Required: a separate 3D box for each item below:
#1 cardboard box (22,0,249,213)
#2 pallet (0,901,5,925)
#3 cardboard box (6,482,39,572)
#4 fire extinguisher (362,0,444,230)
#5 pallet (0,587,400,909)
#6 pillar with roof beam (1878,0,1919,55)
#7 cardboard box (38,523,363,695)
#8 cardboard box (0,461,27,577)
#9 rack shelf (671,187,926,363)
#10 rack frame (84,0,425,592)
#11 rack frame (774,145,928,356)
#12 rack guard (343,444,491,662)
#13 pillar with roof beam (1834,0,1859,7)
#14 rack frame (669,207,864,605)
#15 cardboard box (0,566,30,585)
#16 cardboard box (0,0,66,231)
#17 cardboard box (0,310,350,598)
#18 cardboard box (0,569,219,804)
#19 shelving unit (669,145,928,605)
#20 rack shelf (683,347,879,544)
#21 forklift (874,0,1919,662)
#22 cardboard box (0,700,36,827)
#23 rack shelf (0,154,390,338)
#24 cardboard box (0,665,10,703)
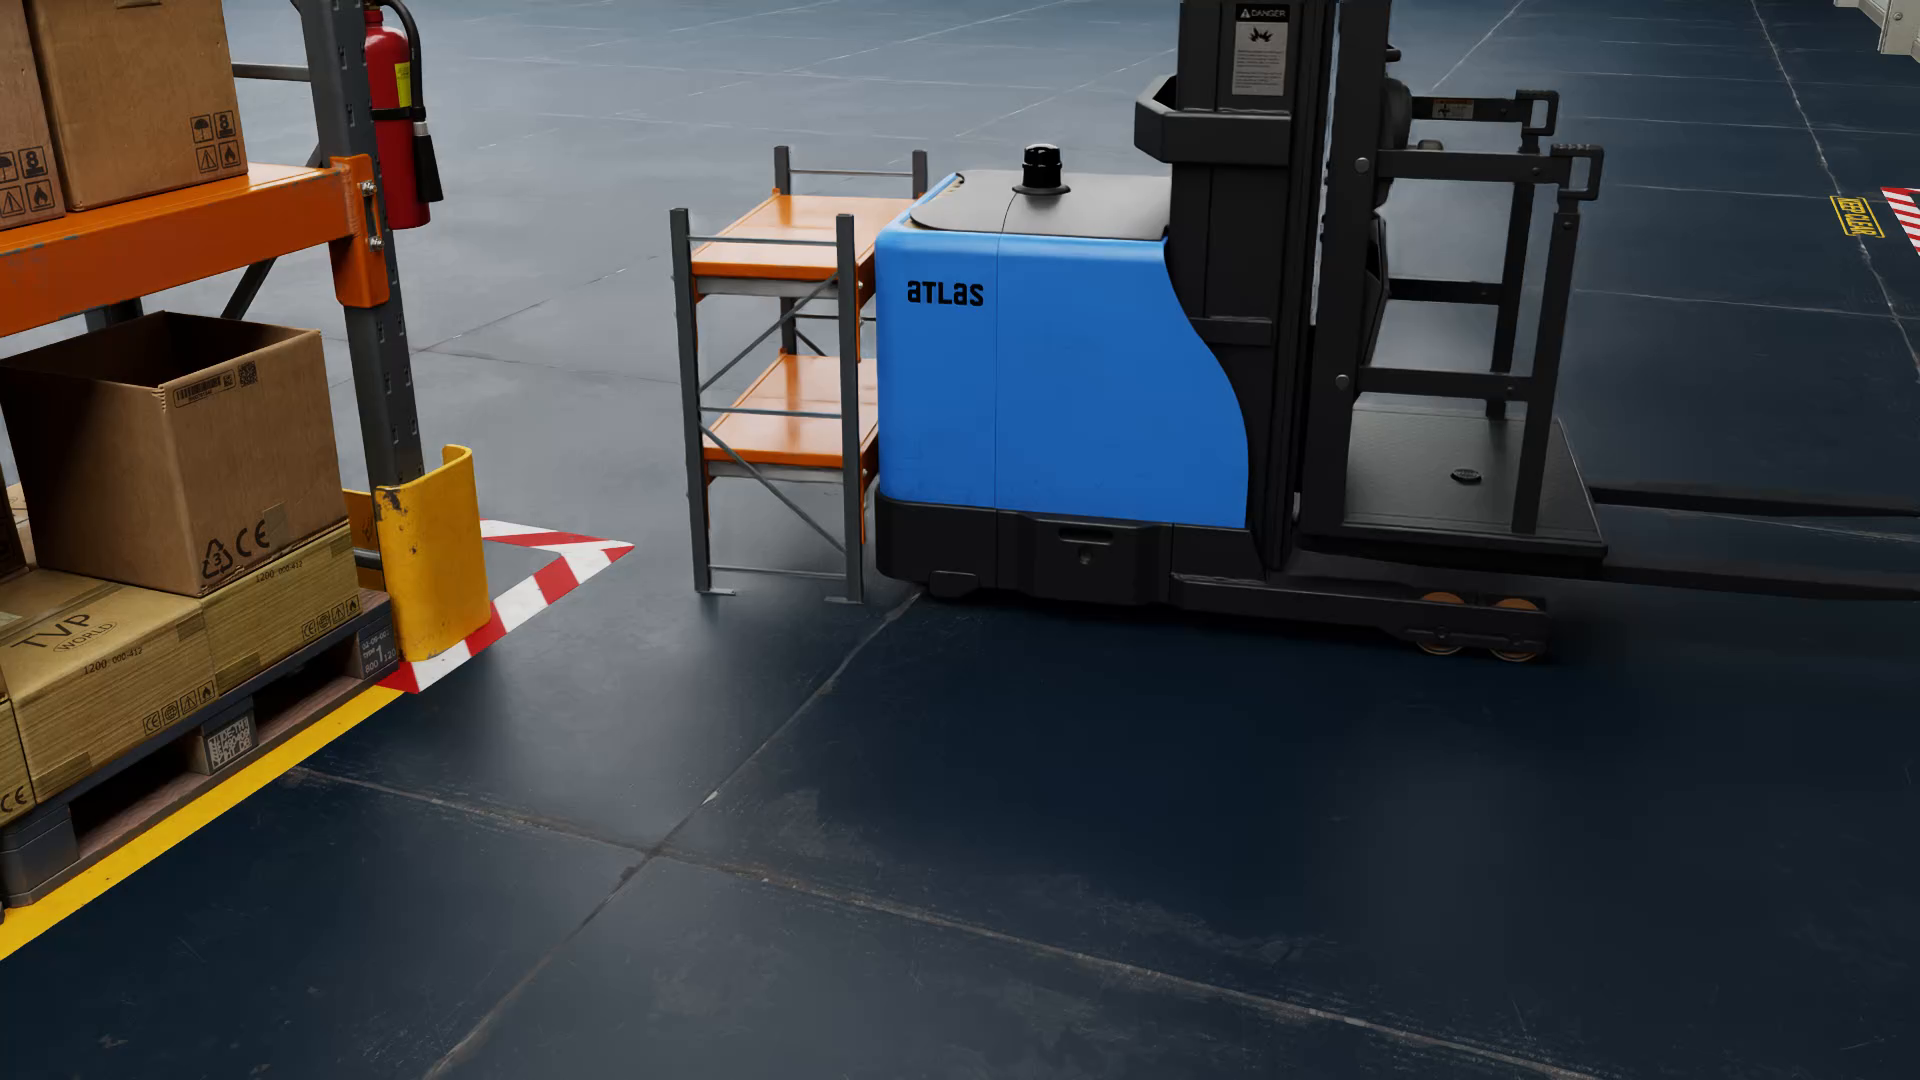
[{"bbox_3d":[-2.110,-1.066,3.780,0.700,0.500,0.500,9,24,20],"label":"cardboard box"},{"bbox_3d":[-2.624,0.816,3.022,1.003,0.211,1.213,9,24,20],"label":"pallet"},{"bbox_3d":[-2.330,0.050,4.261,0.500,0.250,0.500,9,24,20],"label":"cardboard box"},{"bbox_3d":[-1.449,-1.125,4.152,0.296,0.674,0.183,9,24,20],"label":"fire extinguisher"},{"bbox_3d":[-2.170,0.381,4.063,1.003,0.211,1.213,9,24,20],"label":"pallet"},{"bbox_3d":[5.909,-9.929,17.345,9.100,9.000,0.400,9,24,20],"label":"pillar with roof beam"},{"bbox_3d":[-1.849,0.124,4.084,0.500,0.250,0.500,9,24,20],"label":"cardboard box"},{"bbox_3d":[-2.514,-0.117,3.688,0.500,0.500,0.500,9,24,20],"label":"cardboard box"},{"bbox_3d":[-0.441,-0.817,4.986,0.538,0.278,1.000,4,23,9],"label":"rack shelf"},{"bbox_3d":[-1.924,-1.185,4.195,1.000,3.000,0.127,9,24,20],"label":"rack frame"},{"bbox_3d":[-0.354,-0.739,5.561,0.500,1.125,0.032,4,23,9],"label":"rack frame"},{"bbox_3d":[-1.915,-0.040,4.698,1.175,0.500,0.348,9,24,20],"label":"rack guard"},{"bbox_3d":[8.137,-12.076,22.485,9.100,9.000,0.400,9,24,20],"label":"pillar with roof beam"},{"bbox_3d":[-0.528,-0.353,4.637,0.500,1.125,0.032,4,23,9],"label":"rack frame"},{"bbox_3d":[-2.512,0.229,3.832,0.500,0.250,0.500,9,24,20],"label":"cardboard box"},{"bbox_3d":[-2.300,-0.877,3.329,0.700,0.500,0.500,9,24,21],"label":"cardboard box"},{"bbox_3d":[-1.847,-0.222,3.938,0.500,0.500,0.500,9,24,20],"label":"cardboard box"},{"bbox_3d":[-2.024,0.305,3.651,0.500,0.250,0.500,9,24,20],"label":"cardboard box"},{"bbox_3d":[-0.441,-0.546,5.099,0.538,1.125,1.048,4,23,9],"label":"shelving unit"},{"bbox_3d":[-0.441,-0.321,5.193,0.538,0.278,1.000,4,23,9],"label":"rack shelf"},{"bbox_3d":[1.326,-1.250,4.439,3.031,2.935,1.130,5,23,11],"label":"forklift"},{"bbox_3d":[-2.208,0.484,3.222,0.500,0.250,0.500,9,24,20],"label":"cardboard box"},{"bbox_3d":[-2.667,-0.137,2.621,1.077,0.370,4.000,9,24,20],"label":"rack shelf"},{"bbox_3d":[-2.205,0.138,3.077,0.500,0.500,0.500,9,24,20],"label":"cardboard box"}]
